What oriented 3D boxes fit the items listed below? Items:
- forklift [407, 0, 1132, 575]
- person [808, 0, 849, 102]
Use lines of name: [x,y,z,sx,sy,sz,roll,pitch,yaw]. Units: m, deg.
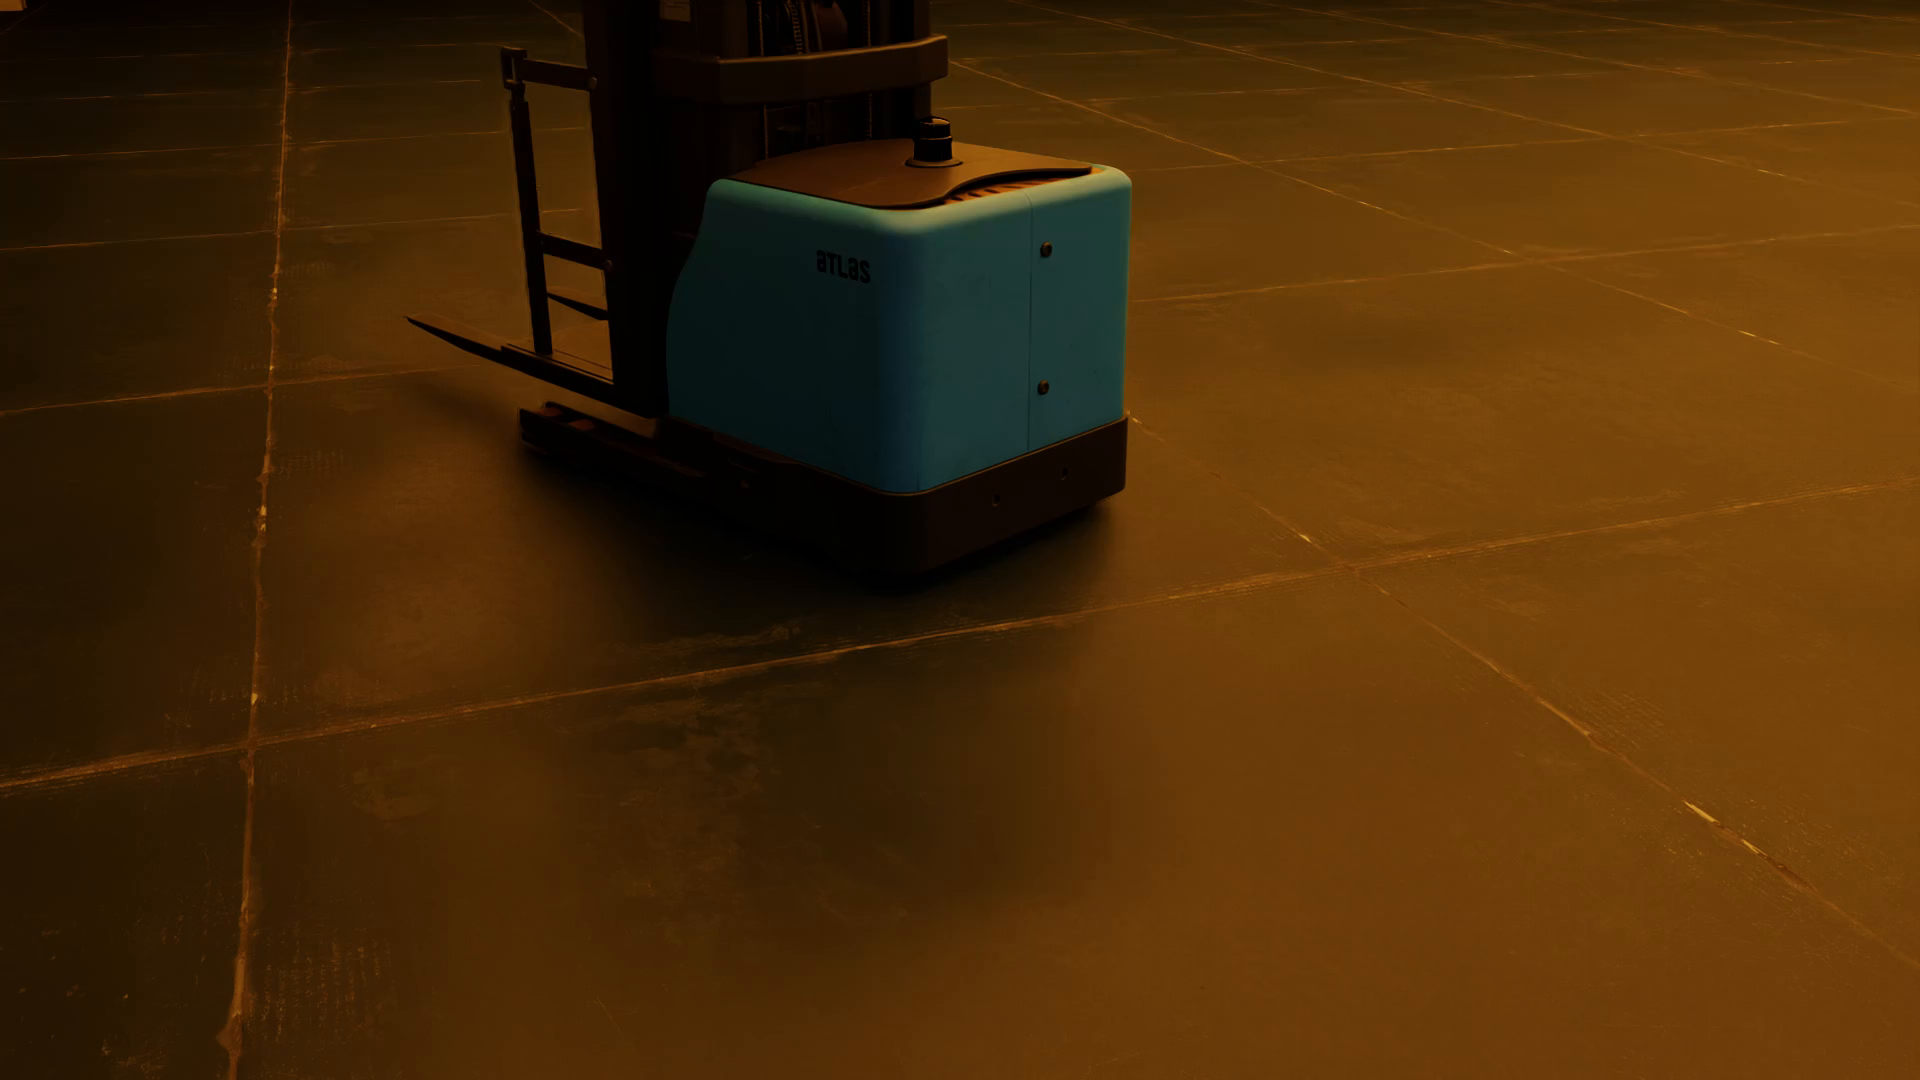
forklift: [-0.883,-1.723,5.396,3.031,2.935,1.130,20,30,40]
person: [-0.469,-1.253,5.778,0.744,1.747,0.921,1,23,2]
